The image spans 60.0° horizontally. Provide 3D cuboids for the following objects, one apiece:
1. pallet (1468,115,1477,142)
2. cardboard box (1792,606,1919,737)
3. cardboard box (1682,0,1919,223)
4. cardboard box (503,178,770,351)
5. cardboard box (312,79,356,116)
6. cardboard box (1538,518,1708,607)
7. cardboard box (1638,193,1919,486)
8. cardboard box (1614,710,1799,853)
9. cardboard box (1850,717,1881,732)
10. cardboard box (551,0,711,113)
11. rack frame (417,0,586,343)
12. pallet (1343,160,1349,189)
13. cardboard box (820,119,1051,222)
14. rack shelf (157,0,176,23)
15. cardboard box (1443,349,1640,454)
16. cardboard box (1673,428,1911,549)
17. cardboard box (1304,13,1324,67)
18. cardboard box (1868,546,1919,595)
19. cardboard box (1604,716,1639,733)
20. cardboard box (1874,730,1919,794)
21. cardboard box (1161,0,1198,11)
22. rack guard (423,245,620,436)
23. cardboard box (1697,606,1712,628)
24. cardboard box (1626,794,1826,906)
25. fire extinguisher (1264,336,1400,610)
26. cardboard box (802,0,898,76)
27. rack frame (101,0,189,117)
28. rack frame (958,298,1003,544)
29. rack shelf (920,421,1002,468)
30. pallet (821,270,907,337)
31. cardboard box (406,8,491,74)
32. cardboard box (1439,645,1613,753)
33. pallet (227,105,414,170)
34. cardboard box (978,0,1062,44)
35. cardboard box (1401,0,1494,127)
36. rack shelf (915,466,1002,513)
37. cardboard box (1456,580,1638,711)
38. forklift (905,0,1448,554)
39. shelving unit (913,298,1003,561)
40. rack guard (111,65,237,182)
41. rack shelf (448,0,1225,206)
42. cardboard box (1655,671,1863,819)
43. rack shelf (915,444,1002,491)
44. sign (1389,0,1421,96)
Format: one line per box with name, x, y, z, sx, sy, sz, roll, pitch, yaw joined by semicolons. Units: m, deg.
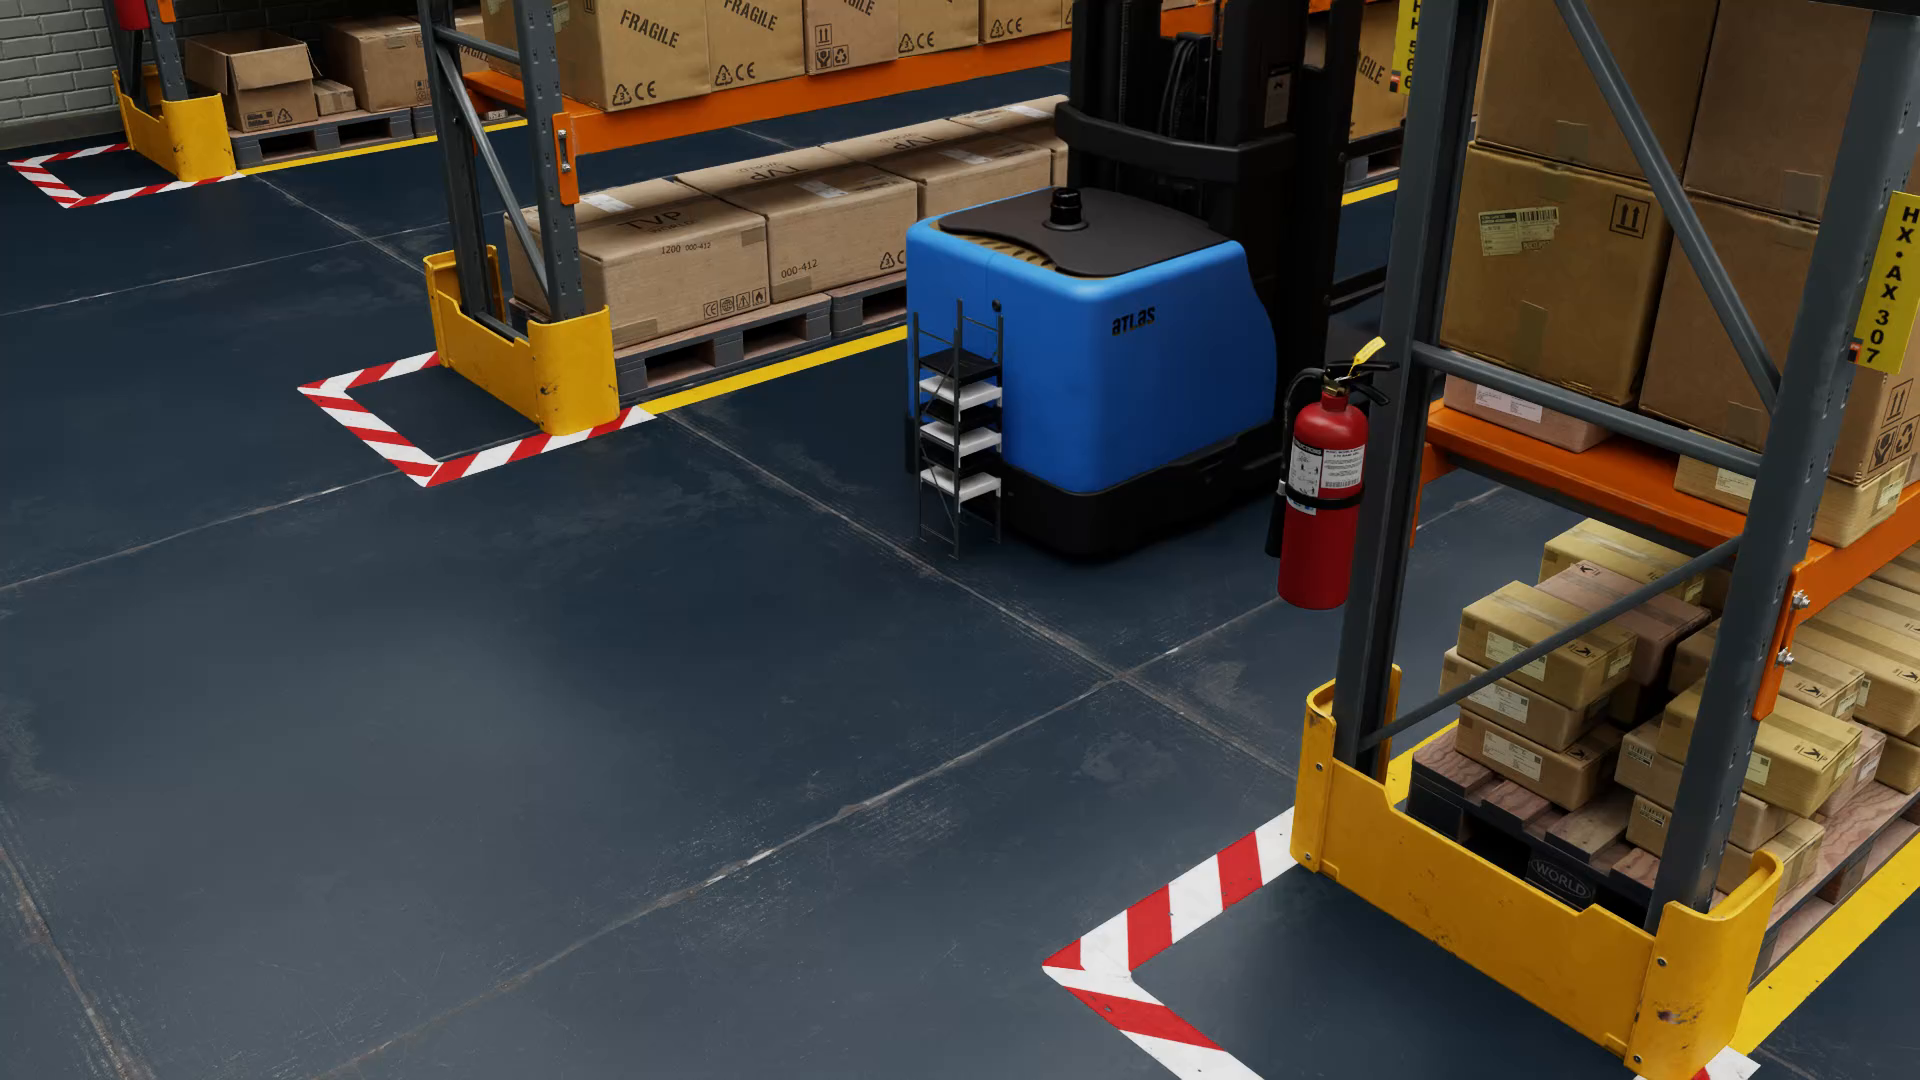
pallet;3.490;-3.024;11.685;1.213;0.211;1.003;-22;35;-35
cardboard box;2.368;0.336;4.387;0.250;0.149;0.380;-22;35;-35
cardboard box;1.856;-0.936;3.336;0.500;0.500;0.500;-22;35;-35
cardboard box;-1.510;-1.314;7.799;0.875;0.438;0.875;-23;36;-37
cardboard box;-4.297;-2.997;11.254;0.250;0.149;0.380;-24;36;-37
cardboard box;1.923;0.099;4.831;0.250;0.149;0.380;-23;36;-36
cardboard box;1.863;-0.491;3.564;0.500;0.500;0.500;-20;34;-33
cardboard box;1.907;0.596;4.217;0.250;0.149;0.380;-20;34;-33
cardboard box;2.281;0.425;4.535;0.250;0.149;0.380;-21;35;-34
cardboard box;-1.396;-2.109;6.908;0.500;0.500;0.500;-22;35;-35
rack frame;-1.948;-2.021;6.849;0.127;3.000;1.000;-22;35;-35
pallet;1.633;-2.278;10.289;1.213;0.211;1.003;-22;35;-35
cardboard box;-0.133;-1.872;8.844;0.875;0.438;0.875;-23;36;-36
rack shelf;-3.651;-4.094;11.492;4.000;0.370;1.077;-22;35;-35
cardboard box;1.407;-0.367;4.021;0.250;0.149;0.380;-22;35;-35
cardboard box;1.801;-0.148;3.611;0.250;0.149;0.380;-22;35;-35
cardboard box;1.515;-2.711;9.949;0.875;0.875;0.875;-21;34;-33
cardboard box;2.720;0.149;4.737;0.250;0.149;0.380;-20;34;-33
cardboard box;1.737;0.444;4.815;0.250;0.149;0.380;-21;34;-33
cardboard box;2.544;0.523;4.668;0.250;0.149;0.380;-21;35;-34
cardboard box;0.908;-3.055;8.679;0.500;0.500;0.500;-22;35;-34
rack guard;-1.966;-0.911;7.425;0.348;0.500;1.175;-22;35;-35
cardboard box;1.953;0.240;4.881;0.250;0.149;0.380;-24;36;-37
cardboard box;1.948;0.750;4.244;0.250;0.149;0.380;-21;35;-34
fire extinguisher;0.851;-0.167;3.858;0.183;0.674;0.296;-22;35;-35
cardboard box;-0.631;-2.423;7.495;0.500;0.500;0.500;-22;35;-35
rack frame;-5.172;-3.800;10.178;0.127;3.000;1.000;-22;35;-35
rack frame;0.071;-0.426;6.091;0.006;0.900;0.240;-22;35;-35
rack shelf;-0.006;-0.365;6.049;0.200;0.077;0.258;-22;35;-35
pallet;-0.462;-1.435;8.711;1.213;0.211;1.003;-22;35;-35
cardboard box;-3.503;-3.409;11.653;0.500;0.500;0.500;-21;35;-34
cardboard box;1.558;0.400;4.582;0.250;0.149;0.380;-23;36;-36
pallet;-4.508;-2.837;11.335;1.213;0.211;1.003;-22;35;-35
cardboard box;0.148;-2.737;8.083;0.500;0.500;0.500;-23;35;-36
cardboard box;2.878;-3.264;10.983;0.875;0.875;0.875;-21;35;-34
rack shelf;-0.006;-0.206;6.134;0.200;0.077;0.258;-22;35;-35
cardboard box;1.580;0.280;4.492;0.250;0.149;0.380;-21;35;-34
forklift;1.221;-1.814;6.534;3.031;2.935;1.130;-23;35;-36
shelving unit;-0.006;-0.394;6.033;0.210;0.900;0.258;-22;35;-35
rack guard;-5.114;-2.721;10.810;0.348;0.500;1.175;-22;35;-35
rack shelf;-0.426;-2.316;8.164;4.000;0.370;1.077;-22;35;-35
cardboard box;1.961;0.494;4.091;0.250;0.149;0.380;-24;36;-37
rack shelf;-0.006;-0.286;6.091;0.200;0.077;0.258;-22;35;-35
sign;0.997;-1.132;3.622;0.005;0.325;0.100;-22;35;-35
